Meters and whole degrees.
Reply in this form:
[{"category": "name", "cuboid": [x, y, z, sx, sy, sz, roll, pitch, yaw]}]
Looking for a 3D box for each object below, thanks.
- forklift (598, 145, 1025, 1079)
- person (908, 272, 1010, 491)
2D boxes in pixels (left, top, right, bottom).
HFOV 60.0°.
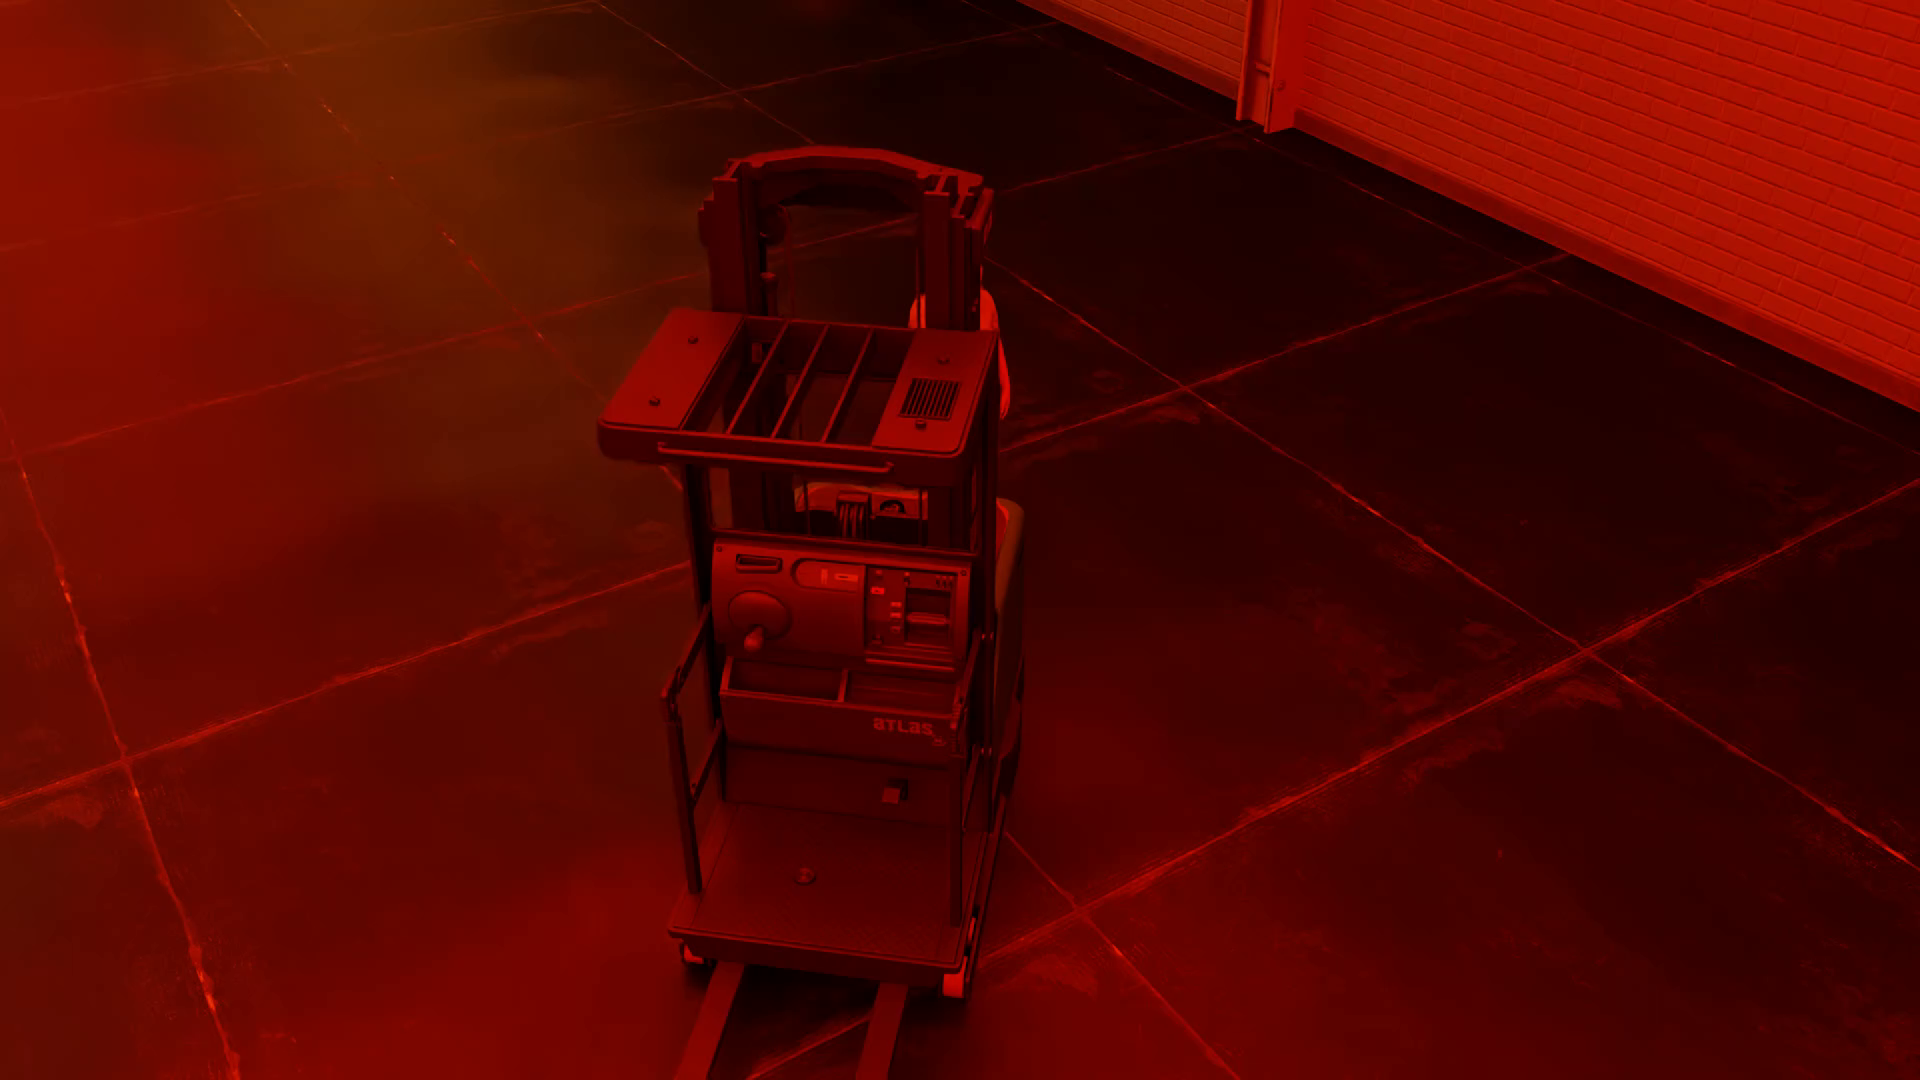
[{"category": "forklift", "cuboid": [-0.458, 0.295, 5.728, 1.130, 2.935, 3.031, 5, 35, 8]}, {"category": "person", "cuboid": [0.030, -0.629, 8.148, 0.598, 1.651, 0.502, -21, 40, -27]}]
